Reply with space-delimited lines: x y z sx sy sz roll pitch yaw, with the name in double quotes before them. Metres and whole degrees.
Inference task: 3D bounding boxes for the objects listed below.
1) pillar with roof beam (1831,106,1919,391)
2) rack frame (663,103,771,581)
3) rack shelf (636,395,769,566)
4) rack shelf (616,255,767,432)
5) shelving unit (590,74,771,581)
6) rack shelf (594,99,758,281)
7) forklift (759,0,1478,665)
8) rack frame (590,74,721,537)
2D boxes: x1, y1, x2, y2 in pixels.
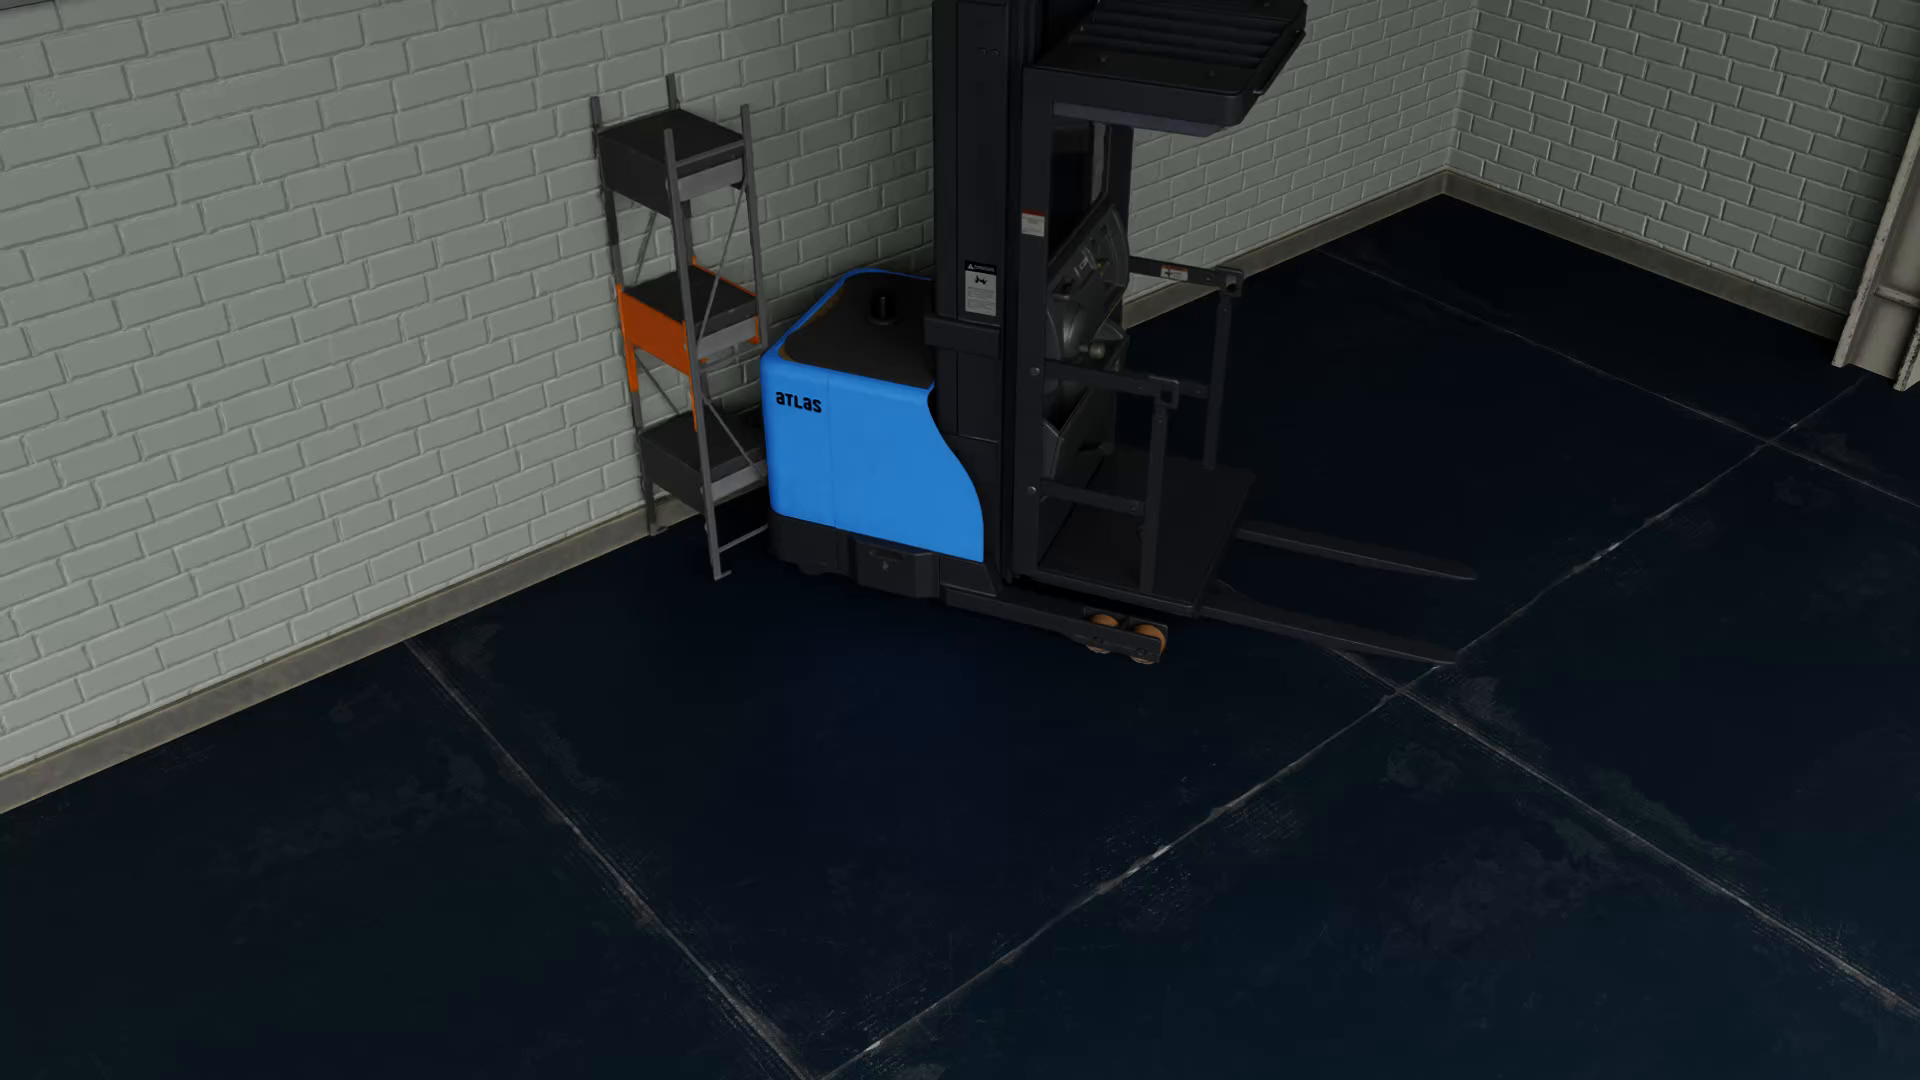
"pillar with roof beam" 1.727 -3.002 4.203 9.100 9.000 0.400 -26 43 -32
"rack frame" -0.965 -0.761 6.978 0.400 2.100 0.015 -29 44 -35
"rack shelf" -1.130 -0.274 7.530 0.431 0.518 0.480 -29 44 -35
"rack shelf" -1.135 -0.848 7.131 0.431 0.518 0.480 -29 44 -35
"shelving unit" -1.135 -0.860 7.123 0.431 2.100 0.503 -29 44 -35
"rack shelf" -1.140 -1.423 6.732 0.431 0.518 0.480 -29 44 -35
"forklift" 0.706 -1.023 6.658 3.031 2.935 1.130 13 37 18
"rack frame" -1.304 -0.959 7.268 0.400 2.100 0.015 -29 44 -35
